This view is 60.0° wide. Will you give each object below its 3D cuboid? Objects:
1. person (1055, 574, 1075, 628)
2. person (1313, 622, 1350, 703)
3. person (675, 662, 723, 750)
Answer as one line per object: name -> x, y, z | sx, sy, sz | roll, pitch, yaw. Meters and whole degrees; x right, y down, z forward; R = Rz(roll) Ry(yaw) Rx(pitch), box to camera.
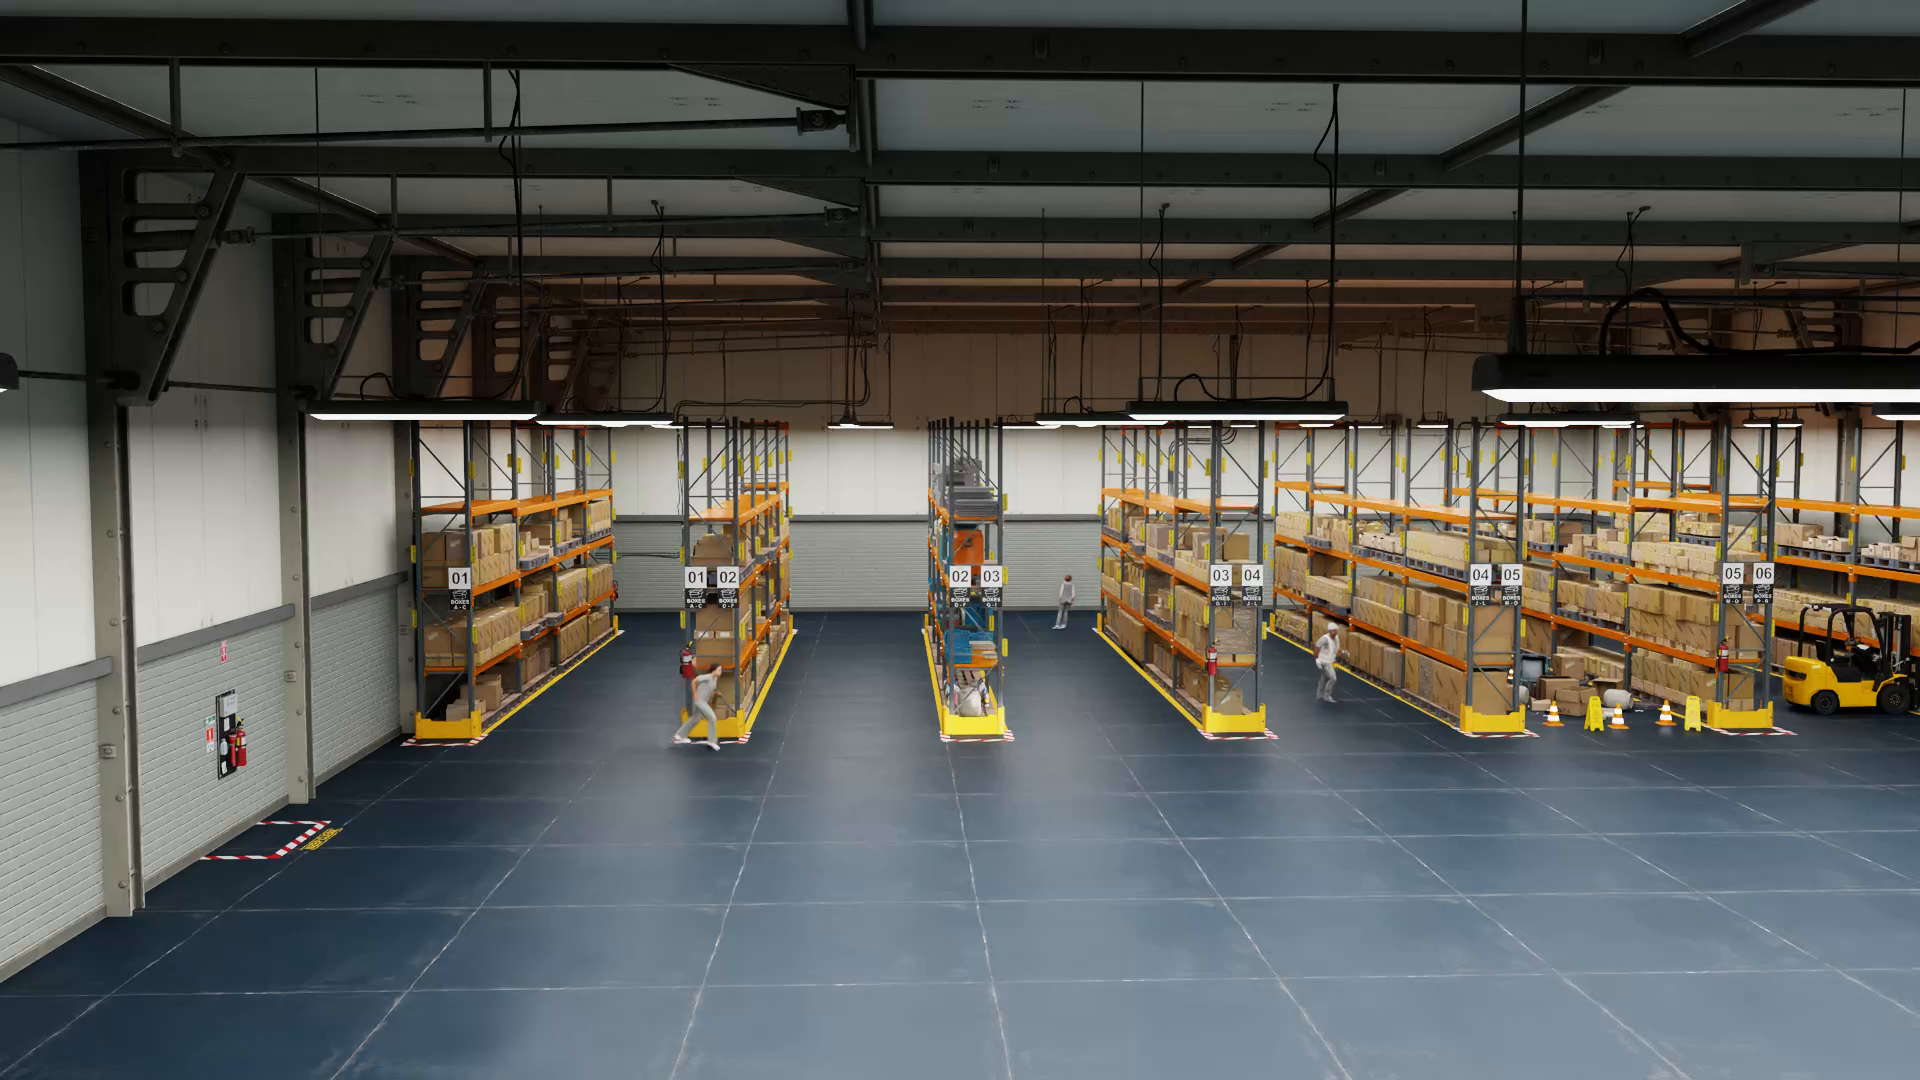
person -> 3.051, 1.799, 48.350 | 0.576, 1.603, 0.372 | 0, 4, -6
person -> 7.846, 2.596, 35.241 | 0.808, 1.735, 0.697 | 3, 5, 38
person -> -4.732, 2.997, 30.005 | 0.949, 1.626, 0.610 | 1, 4, 19
